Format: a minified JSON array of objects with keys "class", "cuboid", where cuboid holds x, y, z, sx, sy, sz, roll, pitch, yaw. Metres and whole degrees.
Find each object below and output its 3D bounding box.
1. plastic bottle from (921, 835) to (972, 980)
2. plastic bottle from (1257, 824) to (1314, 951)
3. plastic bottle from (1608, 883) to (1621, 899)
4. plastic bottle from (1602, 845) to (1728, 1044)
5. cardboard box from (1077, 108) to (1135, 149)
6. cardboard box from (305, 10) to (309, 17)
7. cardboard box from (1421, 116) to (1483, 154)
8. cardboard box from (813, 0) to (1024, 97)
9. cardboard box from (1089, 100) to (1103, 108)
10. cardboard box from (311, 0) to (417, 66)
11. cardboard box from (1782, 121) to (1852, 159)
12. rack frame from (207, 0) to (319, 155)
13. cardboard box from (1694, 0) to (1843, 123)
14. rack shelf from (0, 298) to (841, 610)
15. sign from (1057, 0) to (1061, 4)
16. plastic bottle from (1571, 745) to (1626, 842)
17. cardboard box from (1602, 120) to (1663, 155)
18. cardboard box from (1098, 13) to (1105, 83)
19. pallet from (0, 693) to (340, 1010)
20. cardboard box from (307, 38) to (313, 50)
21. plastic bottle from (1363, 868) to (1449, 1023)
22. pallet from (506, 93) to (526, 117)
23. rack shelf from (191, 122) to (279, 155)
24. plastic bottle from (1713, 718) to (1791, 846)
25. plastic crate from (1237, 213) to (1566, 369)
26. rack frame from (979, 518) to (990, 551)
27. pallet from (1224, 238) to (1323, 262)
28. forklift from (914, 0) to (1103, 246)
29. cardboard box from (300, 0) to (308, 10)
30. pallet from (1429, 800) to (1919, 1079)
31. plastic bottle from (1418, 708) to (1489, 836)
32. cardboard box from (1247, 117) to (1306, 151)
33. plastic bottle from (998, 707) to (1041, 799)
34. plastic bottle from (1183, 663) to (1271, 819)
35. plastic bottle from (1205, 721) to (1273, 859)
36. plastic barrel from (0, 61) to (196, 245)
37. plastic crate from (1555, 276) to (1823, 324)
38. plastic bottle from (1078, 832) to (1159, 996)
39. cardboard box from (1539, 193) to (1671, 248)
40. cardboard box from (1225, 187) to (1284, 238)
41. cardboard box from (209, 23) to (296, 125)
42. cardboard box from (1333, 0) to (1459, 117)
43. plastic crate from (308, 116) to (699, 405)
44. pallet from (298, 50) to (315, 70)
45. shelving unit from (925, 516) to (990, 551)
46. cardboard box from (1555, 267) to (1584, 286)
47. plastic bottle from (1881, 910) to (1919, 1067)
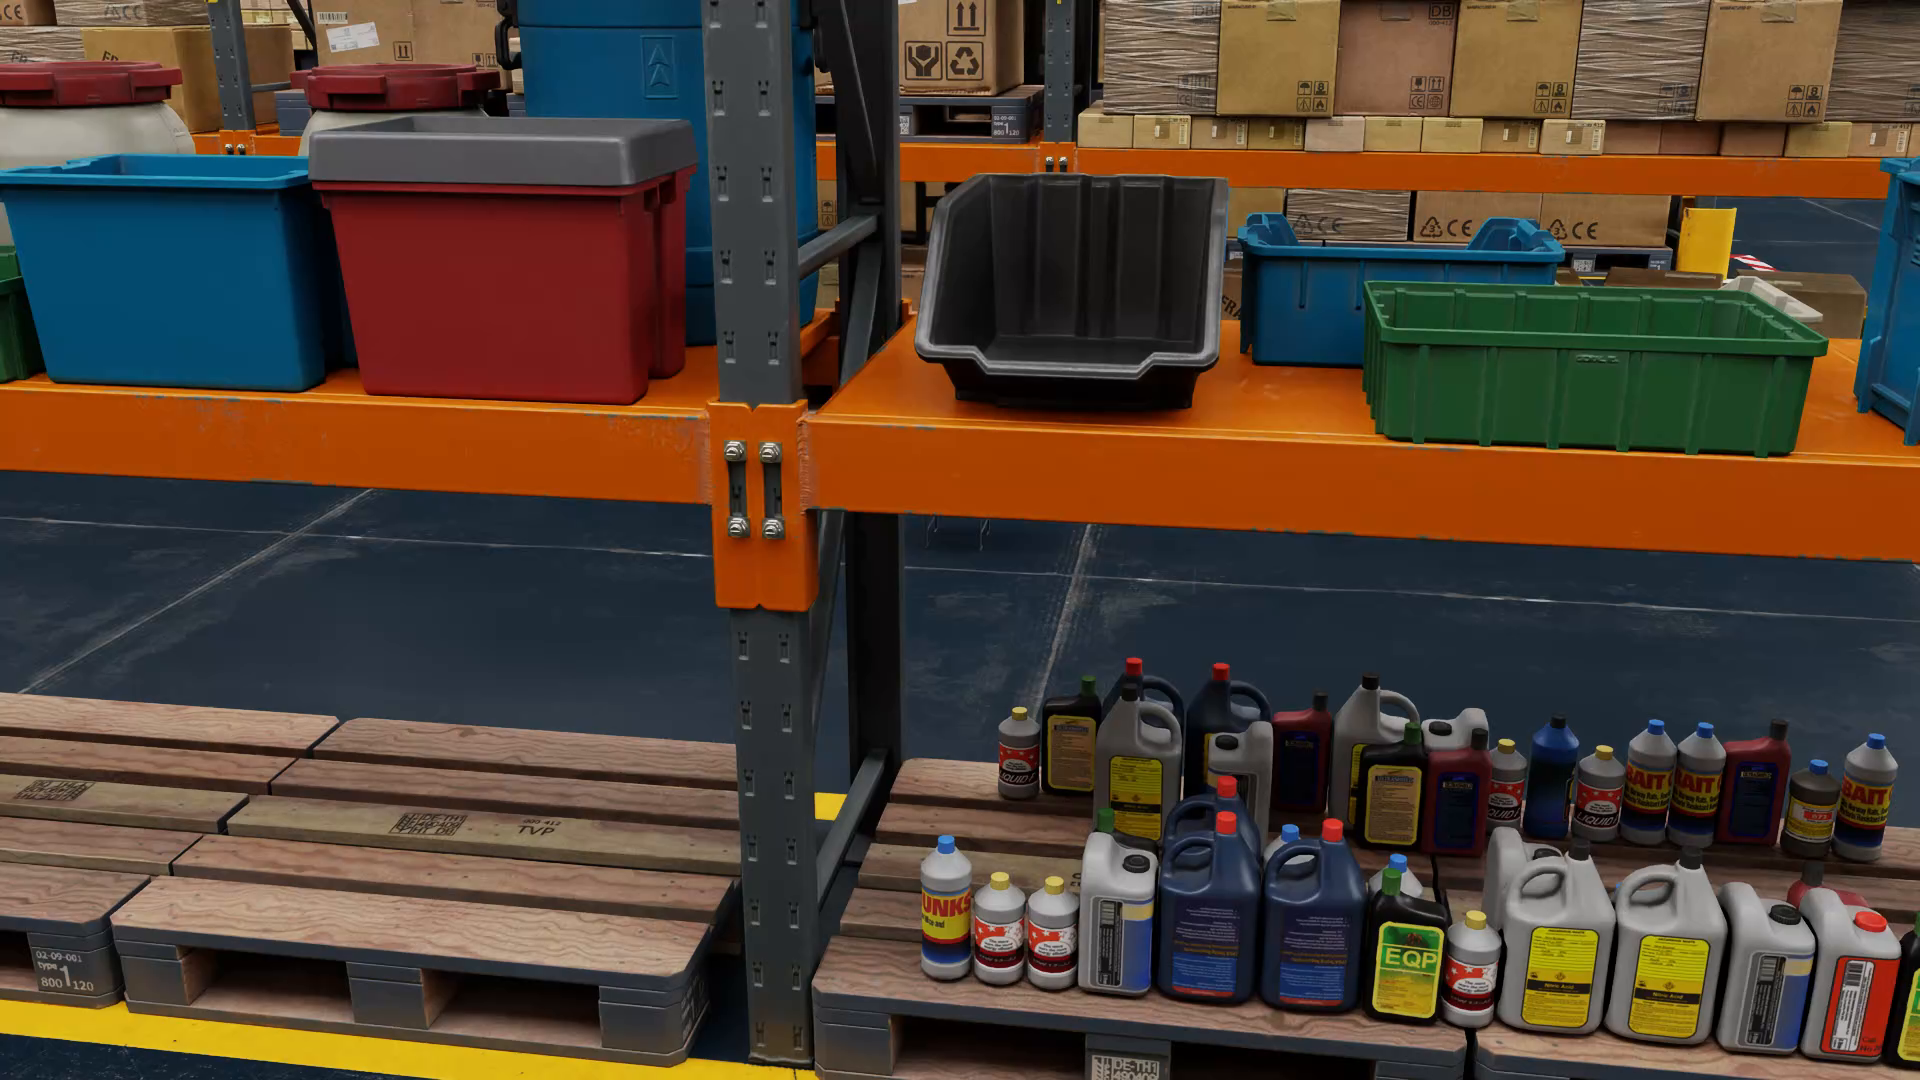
[{"class":"plastic bottle","cuboid":[-0.026,0.685,3.136,0.097,0.271,0.097,0,18,0]},{"class":"plastic bottle","cuboid":[0.623,0.671,3.176,0.097,0.271,0.097,0,18,0]},{"class":"plastic bottle","cuboid":[1.226,0.735,3.095,0.097,0.201,0.097,0,18,0]},{"class":"plastic bottle","cuboid":[1.250,0.704,2.952,0.185,0.351,0.144,4,19,11]},{"class":"cardboard box","cuboid":[0.679,-1.881,7.595,0.250,0.149,0.380,3,19,9]},{"class":"cardboard box","cuboid":[-4.885,-4.050,12.945,0.250,0.149,0.380,3,19,8]},{"class":"cardboard box","cuboid":[2.163,-1.810,7.382,0.250,0.149,0.380,3,19,9]},{"class":"cardboard box","cuboid":[-0.247,-2.673,7.958,1.000,1.000,1.000,3,19,9]},{"class":"cardboard box","cuboid":[0.774,-2.068,8.152,0.250,0.149,0.380,3,19,9]},{"class":"cardboard box","cuboid":[-2.895,-2.539,8.344,0.500,0.500,0.500,1,19,2]},{"class":"cardboard box","cuboid":[3.648,-1.744,7.184,0.250,0.149,0.380,3,19,9]},{"class":"rack frame","cuboid":[-3.435,-2.307,8.471,0.127,3.000,1.000,3,19,9]},{"class":"cardboard box","cuboid":[3.413,-2.117,7.276,0.500,0.500,0.875,3,19,9]},{"class":"rack shelf","cuboid":[-2.245,-0.313,3.646,4.000,0.370,1.077,3,19,9]},{"class":"sign","cuboid":[0.430,-2.481,7.165,0.005,0.325,0.100,3,19,9]},{"class":"plastic bottle","cuboid":[1.403,0.550,3.650,0.097,0.201,0.097,0,18,0]},{"class":"cardboard box","cuboid":[2.913,-1.793,7.329,0.250,0.149,0.380,3,19,9]},{"class":"cardboard box","cuboid":[0.844,-3.644,12.310,0.500,0.500,0.500,3,19,8]},{"class":"pallet","cuboid":[-2.260,0.680,3.937,1.213,0.211,1.003,3,19,9]},{"class":"cardboard box","cuboid":[-4.891,-3.909,12.993,0.250,0.149,0.380,3,19,8]},{"class":"plastic bottle","cuboid":[0.803,0.727,2.990,0.133,0.283,0.061,4,19,11]},{"class":"pallet","cuboid":[-1.474,-2.129,8.242,1.213,0.211,1.003,3,19,9]},{"class":"rack shelf","cuboid":[-5.409,-2.066,8.886,4.000,0.370,1.077,3,19,9]},{"class":"plastic bottle","cuboid":[1.717,0.521,3.607,0.133,0.283,0.061,3,19,10]},{"class":"plastic crate","cuboid":[0.865,-0.513,3.343,0.616,0.251,0.499,3,19,9]},{"class":"rack frame","cuboid":[0.092,-0.422,6.146,0.006,0.900,0.240,3,19,9]},{"class":"pallet","cuboid":[2.140,-2.269,12.753,1.213,0.211,1.003,3,19,9]},{"class":"forklift","cuboid":[0.108,-2.864,10.242,3.031,2.935,1.130,3,19,9]},{"class":"cardboard box","cuboid":[-4.905,-4.191,12.897,0.250,0.149,0.380,4,19,11]},{"class":"pallet","cuboid":[1.594,0.876,3.353,1.213,0.211,1.003,3,19,9]},{"class":"plastic bottle","cuboid":[1.079,0.507,3.661,0.135,0.276,0.152,3,19,10]},{"class":"cardboard box","cuboid":[1.424,-1.851,7.505,0.250,0.149,0.380,3,19,9]},{"class":"plastic bottle","cuboid":[0.137,0.485,3.843,0.097,0.201,0.097,0,18,0]},{"class":"plastic bottle","cuboid":[0.600,0.445,3.726,0.185,0.351,0.144,2,19,6]},{"class":"plastic bottle","cuboid":[0.602,0.528,3.595,0.135,0.276,0.152,3,19,9]},{"class":"plastic barrel","cuboid":[-1.905,-0.772,3.669,0.433,0.535,0.433,0,18,0]},{"class":"plastic crate","cuboid":[1.373,-0.427,3.266,0.437,0.136,0.530,3,19,9]},{"class":"plastic bottle","cuboid":[0.298,0.690,3.112,0.135,0.276,0.152,4,19,11]},{"class":"cardboard box","cuboid":[4.671,-2.658,12.207,0.875,0.875,0.875,3,19,9]},{"class":"cardboard box","cuboid":[2.011,-2.792,12.608,0.875,0.875,0.875,3,19,9]},{"class":"cardboard box","cuboid":[-3.871,-2.464,8.783,0.500,0.500,0.500,3,19,10]},{"class":"cardboard box","cuboid":[1.947,-2.222,7.591,0.500,0.500,0.875,3,19,9]},{"class":"plastic crate","cuboid":[-0.797,-0.513,3.008,0.583,0.464,0.402,3,19,9]},{"class":"pallet","cuboid":[-4.509,-3.852,13.389,1.213,0.211,1.003,3,19,9]},{"class":"shelving unit","cuboid":[-0.008,-0.427,6.162,0.210,0.900,0.258,3,19,9]},{"class":"cardboard box","cuboid":[2.640,-1.012,7.877,0.500,0.500,0.500,5,19,14]},{"class":"plastic bottle","cuboid":[1.678,0.772,2.857,0.133,0.283,0.061,3,19,10]}]
